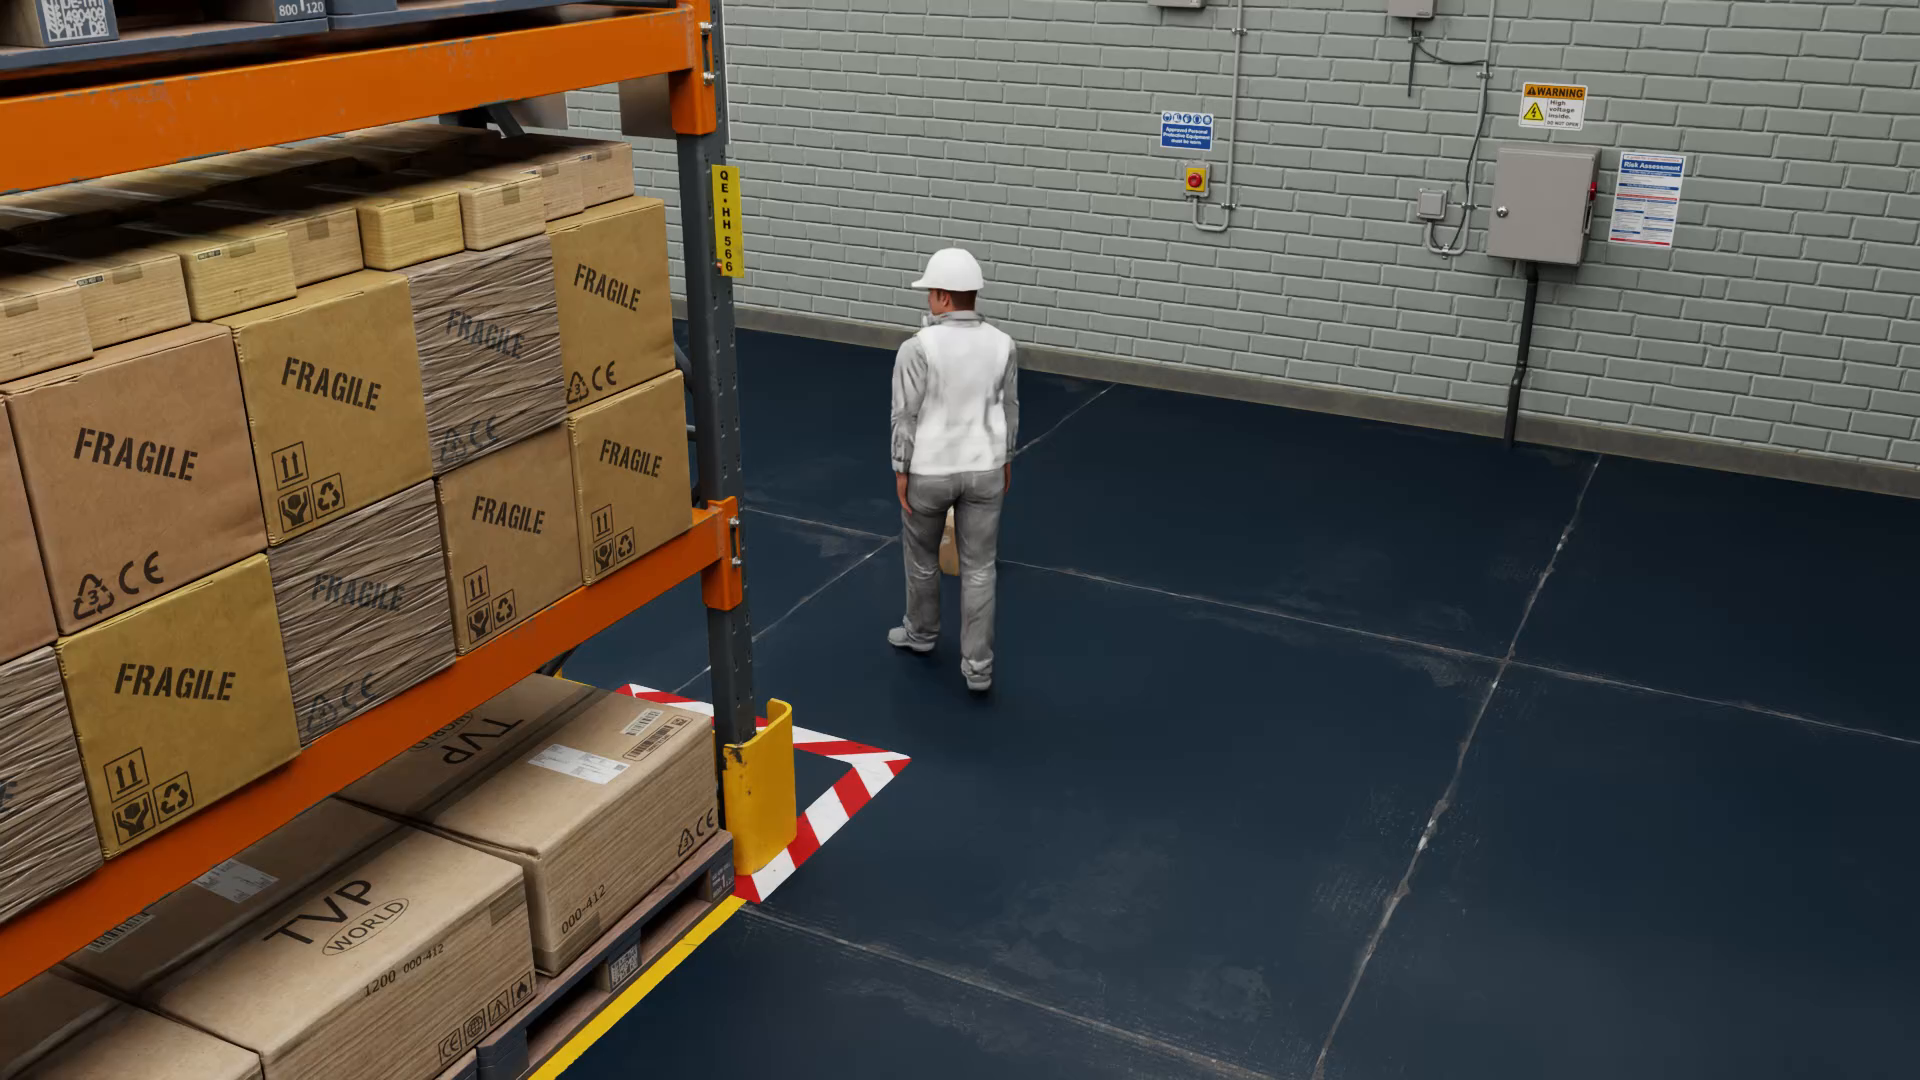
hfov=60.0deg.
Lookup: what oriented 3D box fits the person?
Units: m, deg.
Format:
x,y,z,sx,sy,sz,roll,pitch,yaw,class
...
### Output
x,y,z,sx,sy,sz,roll,pitch,yaw,class
-0.014,-0.281,6.739,0.545,1.781,0.741,-5,23,-12,person
